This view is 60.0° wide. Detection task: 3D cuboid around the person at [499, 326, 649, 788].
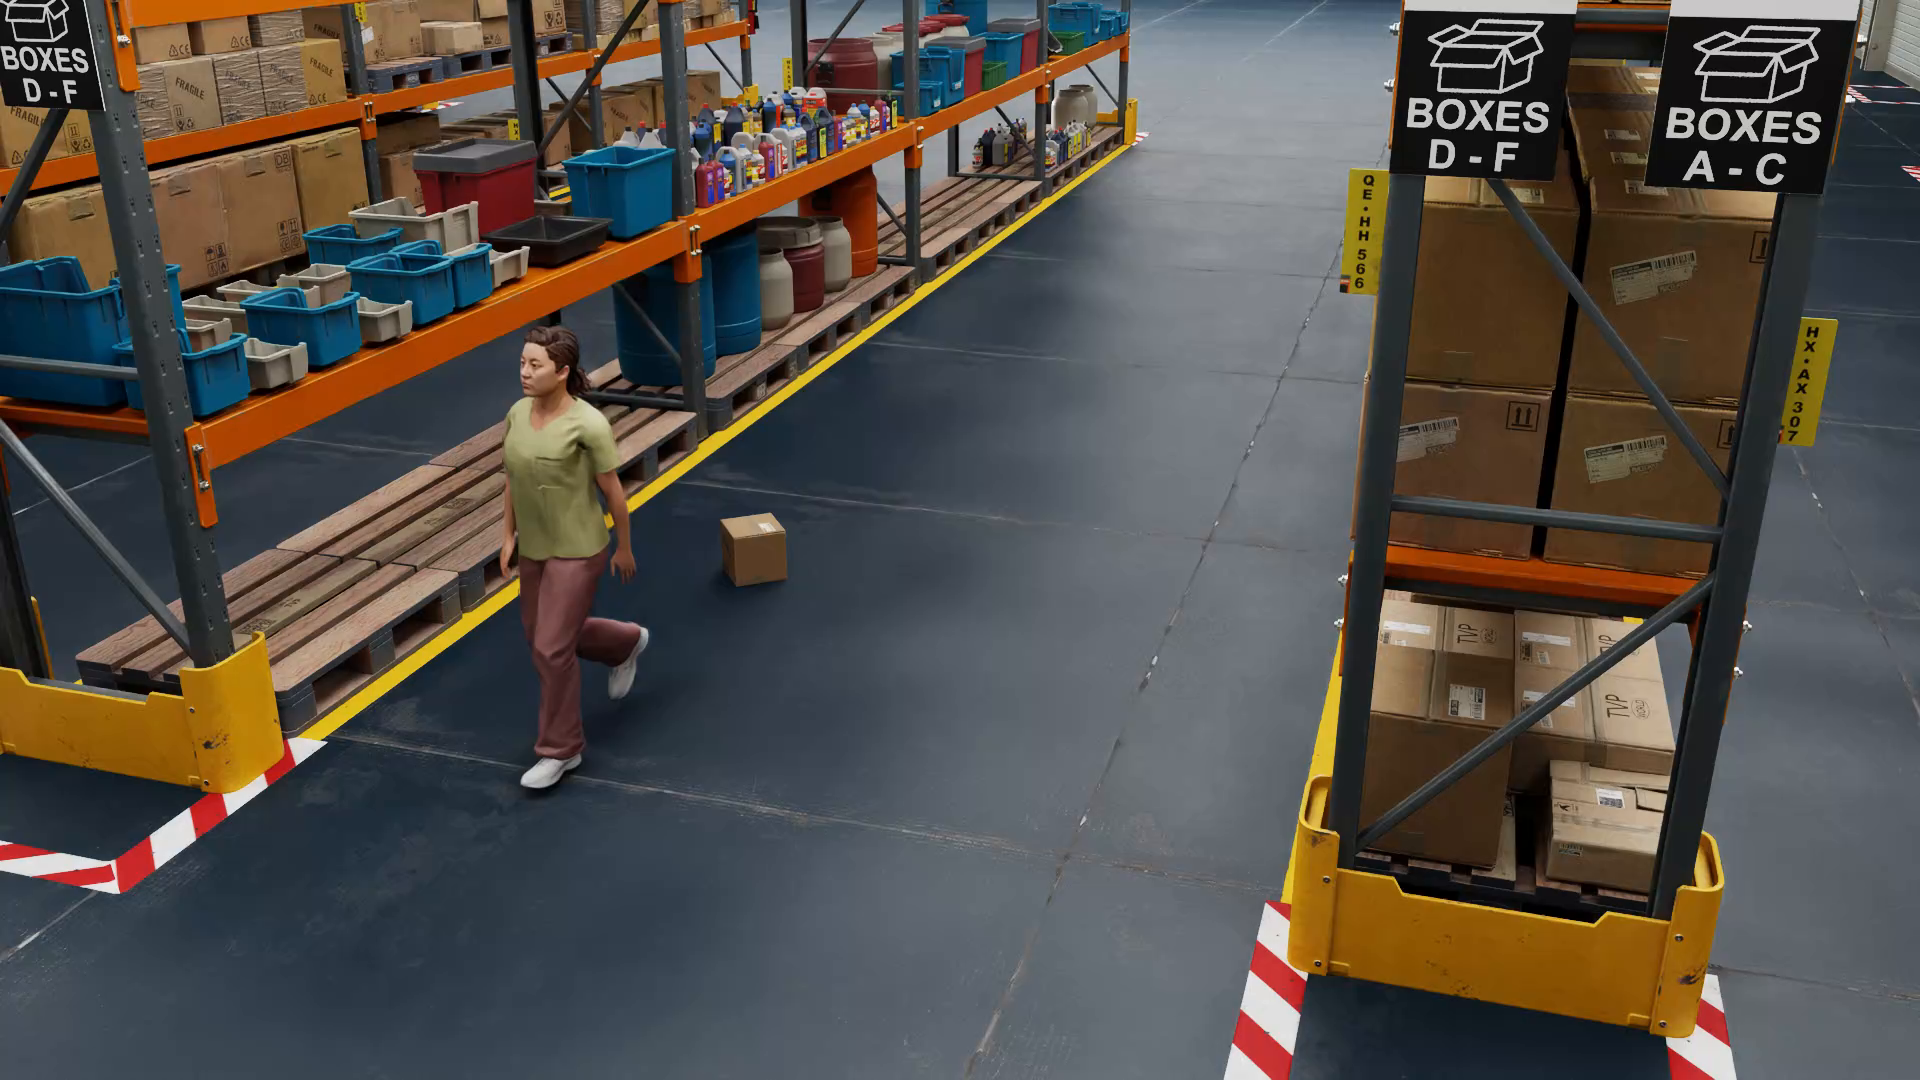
[{"bbox_3d":[-1.415,0.012,6.044,0.464,1.640,0.829,13,25,29],"label":"person"}]
